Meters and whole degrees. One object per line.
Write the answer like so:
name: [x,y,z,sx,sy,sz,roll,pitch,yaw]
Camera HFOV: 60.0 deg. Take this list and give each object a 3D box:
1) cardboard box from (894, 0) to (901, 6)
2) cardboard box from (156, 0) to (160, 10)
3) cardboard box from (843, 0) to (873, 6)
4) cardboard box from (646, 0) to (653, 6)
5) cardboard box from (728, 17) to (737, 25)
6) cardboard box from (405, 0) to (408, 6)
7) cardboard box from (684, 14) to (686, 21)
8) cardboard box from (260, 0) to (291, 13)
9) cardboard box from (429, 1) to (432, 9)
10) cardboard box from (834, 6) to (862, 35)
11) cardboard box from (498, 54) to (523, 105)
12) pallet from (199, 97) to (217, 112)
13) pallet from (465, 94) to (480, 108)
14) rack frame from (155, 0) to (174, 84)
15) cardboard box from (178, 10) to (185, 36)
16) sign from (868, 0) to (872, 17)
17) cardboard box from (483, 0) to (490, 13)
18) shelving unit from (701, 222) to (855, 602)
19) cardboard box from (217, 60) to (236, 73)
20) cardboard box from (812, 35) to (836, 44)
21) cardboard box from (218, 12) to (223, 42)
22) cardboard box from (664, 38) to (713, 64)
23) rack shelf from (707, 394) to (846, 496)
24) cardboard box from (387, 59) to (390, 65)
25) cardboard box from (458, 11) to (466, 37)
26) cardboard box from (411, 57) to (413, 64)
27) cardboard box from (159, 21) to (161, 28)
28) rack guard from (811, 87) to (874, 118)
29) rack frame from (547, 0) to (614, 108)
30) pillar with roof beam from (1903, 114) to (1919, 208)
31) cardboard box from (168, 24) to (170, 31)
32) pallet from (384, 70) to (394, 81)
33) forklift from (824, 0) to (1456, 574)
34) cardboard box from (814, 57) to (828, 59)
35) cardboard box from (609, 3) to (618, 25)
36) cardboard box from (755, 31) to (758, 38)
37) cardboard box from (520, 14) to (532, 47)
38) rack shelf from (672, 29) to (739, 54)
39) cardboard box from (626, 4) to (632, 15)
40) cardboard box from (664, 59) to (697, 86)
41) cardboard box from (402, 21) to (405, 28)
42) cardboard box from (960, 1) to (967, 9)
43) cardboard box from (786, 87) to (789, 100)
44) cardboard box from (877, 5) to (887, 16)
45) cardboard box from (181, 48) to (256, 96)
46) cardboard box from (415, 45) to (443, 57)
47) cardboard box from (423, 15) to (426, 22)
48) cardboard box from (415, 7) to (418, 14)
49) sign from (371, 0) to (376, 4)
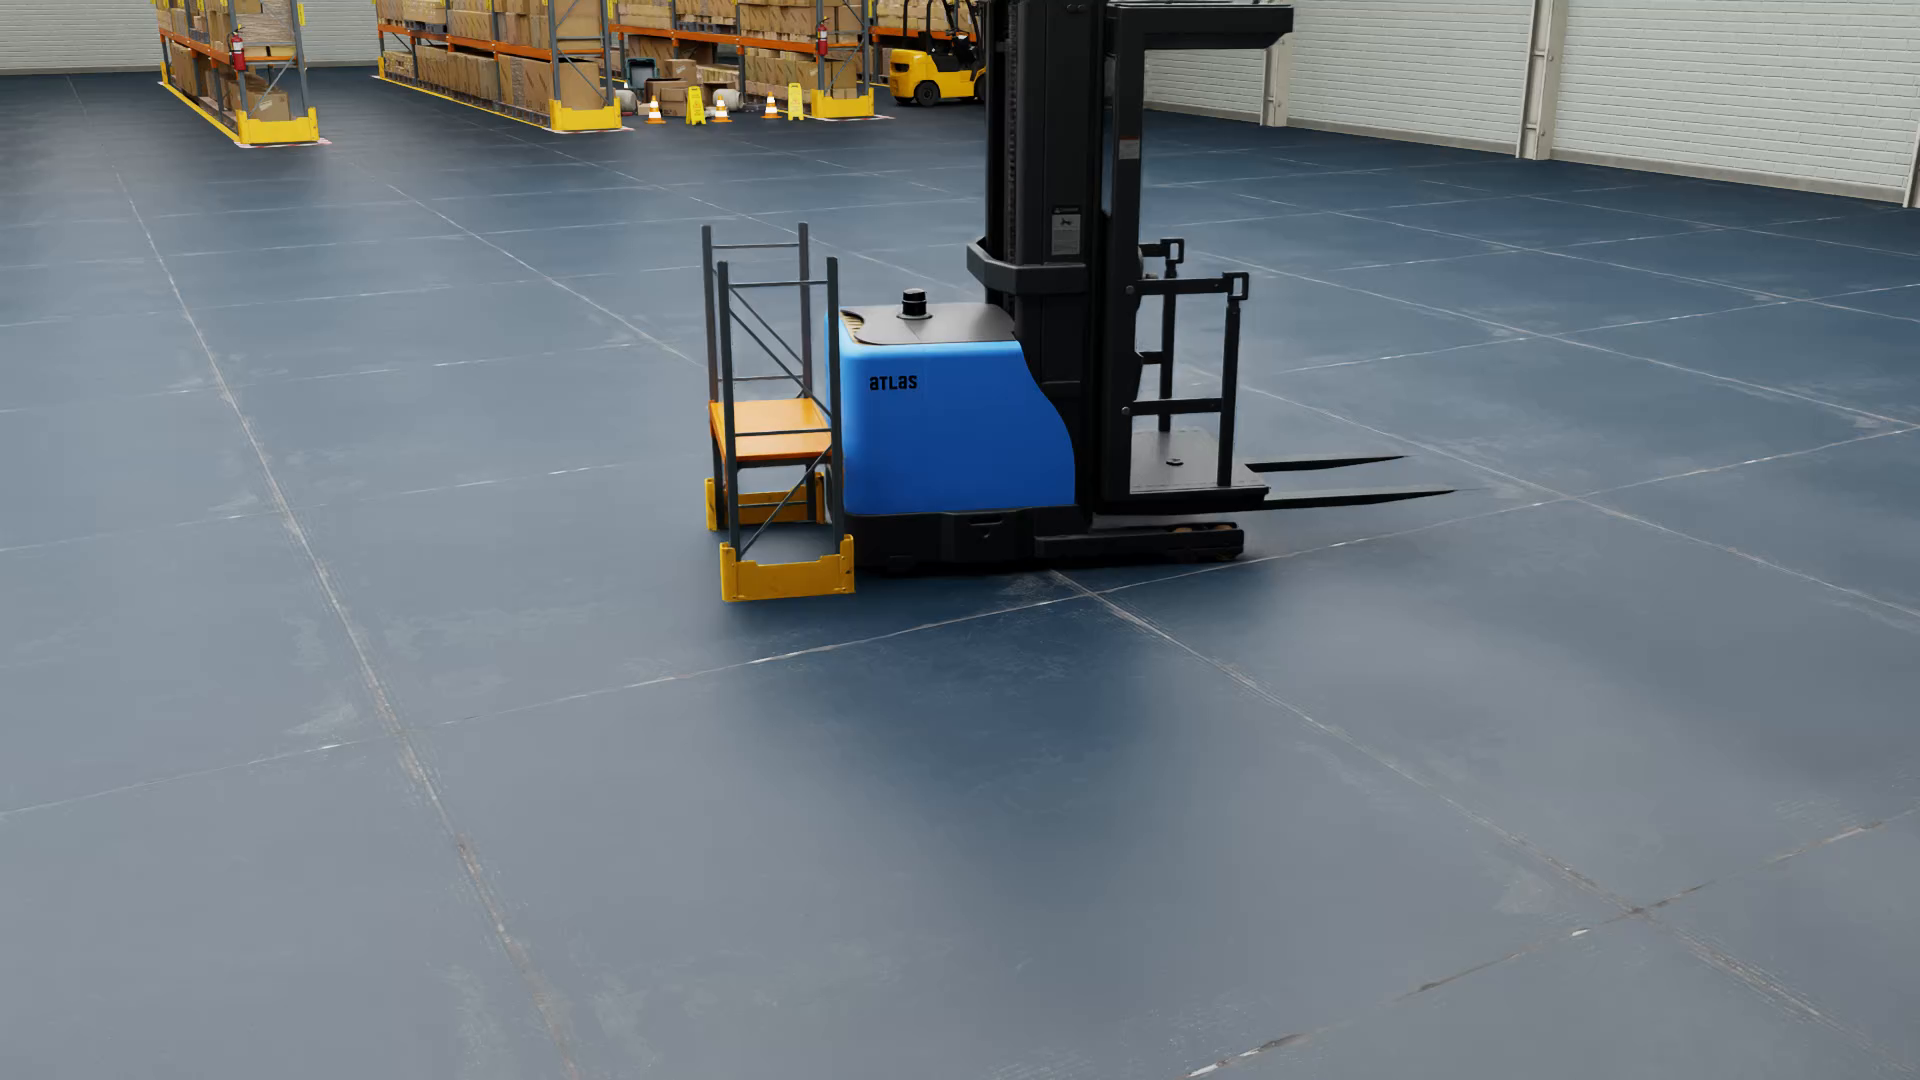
cardboard box: [-1.287,-12.395,38.305,0.380,0.149,0.250,-10,21,-26]
cardboard box: [-18.246,-12.490,38.353,0.500,0.500,0.500,-11,22,-28]
cardboard box: [-2.524,-13.085,40.650,0.797,0.503,0.637,-11,22,-28]
cardboard box: [-6.910,-12.545,38.202,0.500,0.500,0.500,-10,21,-27]
cardboard box: [-4.541,-10.664,34.178,0.380,0.149,0.250,-10,21,-26]
cardboard box: [-12.241,-12.078,37.363,0.380,0.149,0.250,-9,21,-25]
cardboard box: [-5.858,-11.499,36.598,0.380,0.149,0.250,-11,22,-30]
cardboard box: [-10.897,-8.657,26.477,0.500,0.500,0.500,-10,21,-27]
cardboard box: [-11.015,-11.335,35.211,0.380,0.149,0.250,-10,22,-27]
cardboard box: [-2.135,-9.698,31.028,0.500,0.500,0.500,-10,22,-27]
cardboard box: [-8.125,-8.686,31.319,0.875,0.875,0.875,-10,21,-26]
pallet: [-14.305,-8.550,32.585,1.003,0.211,1.213,-10,21,-27]
pallet: [-9.378,-8.926,33.675,1.003,0.211,1.213,-10,21,-27]
rack frame: [-18.473,-12.389,39.436,1.000,3.000,0.127,-10,21,-27]
cardboard box: [-15.608,-10.536,33.912,0.500,0.500,0.500,-11,22,-28]
sign: [-1.677,-9.824,30.676,0.100,0.325,0.005,-10,21,-27]
cardboard box: [-8.849,-10.492,32.254,0.700,0.500,0.500,-10,22,-28]
shelving unit: [-0.868,-0.625,7.644,0.587,1.500,1.083,-4,19,-11]
cardboard box: [-14.069,-9.135,32.014,0.500,0.250,0.500,-7,20,-21]
cardboard box: [-2.520,-9.286,30.830,0.380,0.149,0.250,-9,21,-25]
cardboard box: [-11.655,-8.421,27.328,0.875,0.500,0.500,-10,21,-27]
cardboard box: [-6.208,-11.033,38.119,0.875,0.875,0.875,-10,22,-27]
rack shelf: [-0.866,-0.452,7.694,0.538,0.185,1.000,-4,19,-11]
cardboard box: [-13.957,-11.842,41.122,0.380,0.149,0.250,-10,21,-27]
cardboard box: [-9.803,-10.418,33.571,0.500,0.500,0.500,-10,21,-27]
cardboard box: [-12.559,-11.174,38.730,0.380,0.149,0.250,-9,21,-25]
cardboard box: [-18.472,-12.044,38.821,0.380,0.149,0.250,-10,22,-27]
rack guard: [-2.190,-8.171,31.045,1.175,0.500,0.348,-10,21,-27]
rack frame: [-6.462,-8.535,28.268,1.000,3.000,0.127,-10,21,-27]
pillar with roof beam: [7.434,-7.442,15.903,9.100,9.000,0.400,-10,21,-27]
cardboard box: [-17.251,-11.306,36.684,0.380,0.149,0.250,-10,22,-28]
pallet: [-13.669,-11.550,41.279,1.003,0.211,1.213,-10,21,-27]
forklift: [0.888,-1.444,7.821,3.031,2.935,1.130,-3,19,-9]
cardboard box: [-2.789,-9.160,32.500,0.500,0.500,0.500,-10,21,-26]
cardboard box: [-8.298,-12.917,40.812,0.500,0.500,0.500,-10,21,-26]
cardboard box: [-3.868,-10.084,33.142,0.380,0.149,0.250,-10,21,-27]
cardboard box: [-7.402,-9.186,29.924,0.875,0.550,0.500,-10,21,-27]
rack shelf: [-5.003,-10.713,35.683,1.077,0.370,4.000,-10,21,-27]
cardboard box: [-7.619,-12.626,39.586,0.500,0.250,0.500,-10,21,-26]
cardboard box: [-5.606,-9.371,33.362,0.500,0.500,0.500,-10,21,-27]
cardboard box: [-12.721,-11.964,38.590,0.380,0.149,0.250,-11,22,-28]
cardboard box: [0.233,-11.471,35.627,0.380,0.149,0.250,-10,22,-28]
cardboard box: [-3.014,-8.570,31.940,0.500,0.250,0.500,-10,21,-26]
cardboard box: [-1.613,-12.394,38.913,0.500,0.250,0.500,-10,21,-27]
cardboard box: [-14.984,-9.488,33.642,1.225,0.875,0.875,-11,22,-29]
cardboard box: [-12.042,-11.098,37.734,0.500,0.250,0.500,-11,22,-29]
cardboard box: [-11.383,-11.276,35.953,0.380,0.149,0.250,-11,22,-29]
cardboard box: [-11.751,-11.640,36.551,0.380,0.149,0.250,-10,22,-28]
sign: [-14.538,-13.453,41.194,0.100,0.325,0.005,-10,21,-27]
